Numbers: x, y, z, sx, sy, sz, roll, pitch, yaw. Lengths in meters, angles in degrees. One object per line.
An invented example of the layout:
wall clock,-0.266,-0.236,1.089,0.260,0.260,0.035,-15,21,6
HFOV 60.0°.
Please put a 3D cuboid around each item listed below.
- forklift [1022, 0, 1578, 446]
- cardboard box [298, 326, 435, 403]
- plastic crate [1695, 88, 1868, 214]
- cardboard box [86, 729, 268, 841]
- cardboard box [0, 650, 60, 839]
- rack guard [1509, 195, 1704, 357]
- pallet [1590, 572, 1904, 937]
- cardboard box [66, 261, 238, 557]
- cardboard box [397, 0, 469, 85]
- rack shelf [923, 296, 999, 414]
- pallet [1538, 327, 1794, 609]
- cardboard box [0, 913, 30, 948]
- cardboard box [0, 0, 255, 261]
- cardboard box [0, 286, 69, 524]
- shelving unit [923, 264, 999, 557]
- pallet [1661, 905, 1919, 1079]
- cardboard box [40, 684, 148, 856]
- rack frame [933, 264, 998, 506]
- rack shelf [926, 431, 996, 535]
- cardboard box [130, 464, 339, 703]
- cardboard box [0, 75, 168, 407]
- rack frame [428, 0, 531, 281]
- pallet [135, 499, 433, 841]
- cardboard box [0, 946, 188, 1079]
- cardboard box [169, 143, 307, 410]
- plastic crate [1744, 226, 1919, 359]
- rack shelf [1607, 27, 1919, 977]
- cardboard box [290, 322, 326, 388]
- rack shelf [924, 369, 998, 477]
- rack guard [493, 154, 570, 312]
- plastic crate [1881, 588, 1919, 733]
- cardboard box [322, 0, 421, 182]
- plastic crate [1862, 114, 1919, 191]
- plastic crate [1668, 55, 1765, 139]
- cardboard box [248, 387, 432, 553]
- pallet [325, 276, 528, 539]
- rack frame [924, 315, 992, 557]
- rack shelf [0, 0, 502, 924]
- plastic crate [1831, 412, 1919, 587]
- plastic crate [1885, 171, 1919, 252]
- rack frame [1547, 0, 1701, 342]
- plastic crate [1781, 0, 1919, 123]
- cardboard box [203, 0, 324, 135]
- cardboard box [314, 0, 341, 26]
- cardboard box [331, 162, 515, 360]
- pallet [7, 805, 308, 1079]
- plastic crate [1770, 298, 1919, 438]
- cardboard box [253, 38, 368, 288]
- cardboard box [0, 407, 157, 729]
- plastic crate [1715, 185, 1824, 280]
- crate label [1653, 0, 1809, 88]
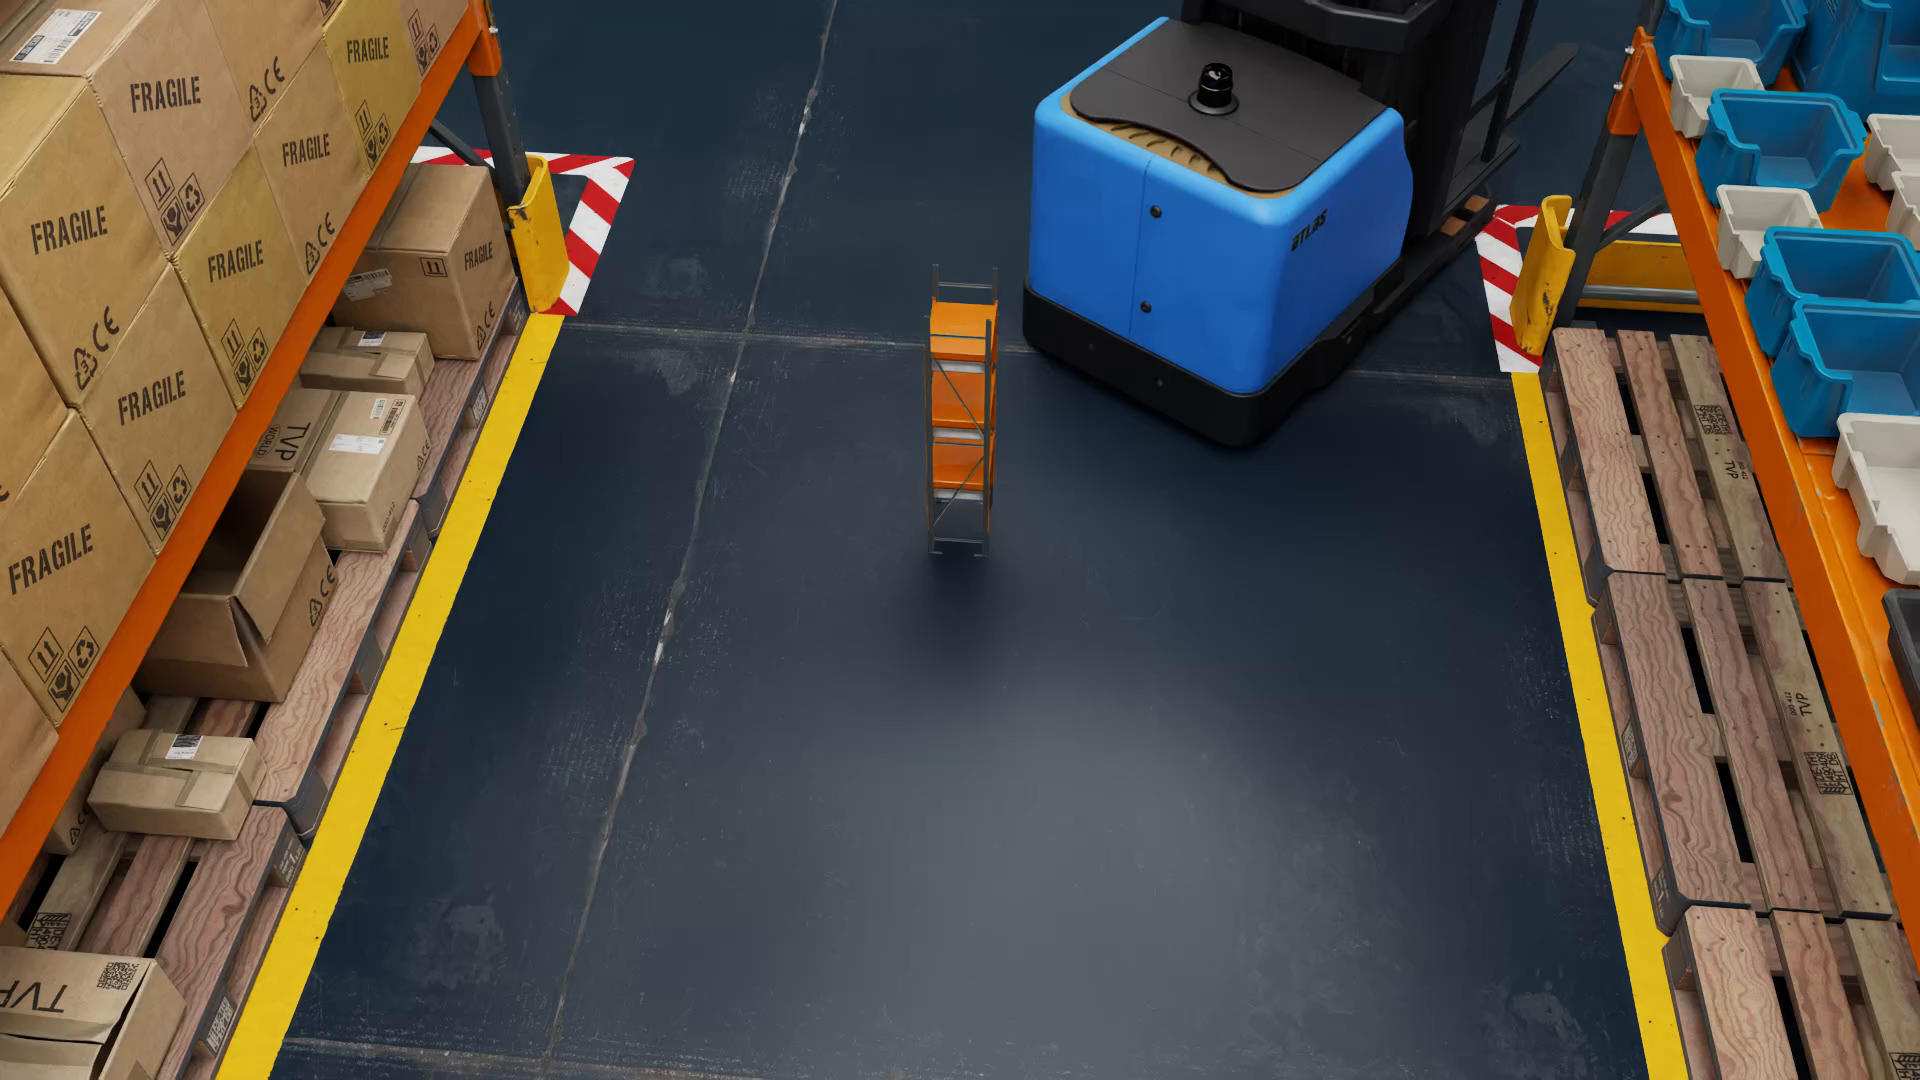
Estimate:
forklift,1.563,-2.353,5.916,1.130,2.935,3.031,31,55,25
cardboard box,-2.102,-0.614,5.901,0.380,0.166,0.250,4,48,4
plastic crate,2.351,-1.114,4.809,0.416,0.233,0.300,4,48,4
cardboard box,-2.213,0.687,4.710,0.380,0.166,0.250,4,48,4
cardboard box,-2.218,0.420,3.265,0.500,0.500,0.500,5,48,5
rack guard,2.750,-0.968,6.297,1.175,0.500,0.348,4,48,4
pallet,2.533,0.645,5.017,1.003,0.211,1.213,4,48,4
cardboard box,-2.127,-0.324,3.946,0.500,0.500,0.500,4,48,3
cardboard box,-1.941,-1.816,5.310,0.500,0.500,0.500,5,48,5
rack shelf,0.005,-0.578,5.197,0.215,0.259,0.240,4,48,4
pallet,2.647,-0.249,5.835,1.003,0.211,1.213,4,48,4
cardboard box,-2.767,1.067,4.137,0.500,0.500,0.500,4,48,4
cardboard box,-2.073,-1.025,3.909,0.500,0.500,0.500,5,48,5
cardboard box,-2.166,-0.268,3.217,0.500,0.500,0.500,3,48,2
shelving unit,0.005,-0.394,5.399,0.215,1.050,0.252,4,48,4
pallet,2.425,1.544,4.195,1.003,0.211,1.213,4,48,4
cardboard box,-2.698,0.580,4.711,0.500,0.311,0.500,4,48,4
rack frame,0.016,-0.483,5.481,0.200,1.050,0.008,4,48,4
rack shelf,0.005,-0.199,5.611,0.215,0.259,0.240,4,48,4
cardboard box,-2.370,0.123,4.998,0.797,0.503,0.637,4,48,4
cardboard box,-2.119,-0.645,3.562,0.500,0.500,0.500,3,48,2
rack frame,-2.172,-2.129,5.665,1.000,3.000,0.127,4,48,4
pallet,-2.364,0.348,5.289,1.003,0.211,1.213,4,48,4
cardboard box,-2.282,1.275,4.075,0.500,0.311,0.500,4,48,4
cardboard box,-2.082,-0.698,4.288,0.500,0.500,0.500,3,48,3
plastic crate,2.291,-0.630,4.367,0.416,0.233,0.300,4,48,4
rack shelf,2.579,-0.081,4.279,1.077,0.370,4.000,4,48,4
cardboard box,-2.549,-0.602,5.833,0.500,0.250,0.500,4,48,4
rack shelf,0.005,-0.386,5.406,0.215,0.259,0.240,4,48,4
rack guard,-2.178,-1.230,6.536,1.175,0.500,0.348,4,48,4
plastic crate,2.231,0.378,3.517,0.437,0.125,0.590,4,48,4
cardboard box,-1.985,-1.434,4.961,0.500,0.500,0.500,4,48,4
plastic crate,2.867,-1.113,4.874,0.396,0.136,0.243,4,48,4
plastic crate,2.299,-1.335,5.077,0.250,0.136,0.298,4,48,4
cardboard box,-2.092,-0.238,5.500,0.500,0.250,0.500,4,48,4
pallet,-2.250,-0.546,6.107,1.003,0.211,1.213,4,48,4
rack frame,-0.006,-0.304,5.317,0.200,1.050,0.008,4,48,4
rack shelf,-2.354,-0.417,4.586,1.077,0.370,4.000,4,48,4
plastic crate,2.256,-0.085,3.933,0.293,0.136,0.466,4,48,4
plastic crate,2.826,-0.901,4.680,0.396,0.136,0.243,4,48,4
rack frame,2.761,-1.794,5.358,1.000,3.000,0.127,4,48,4
plastic crate,2.916,-1.567,5.086,0.616,0.435,0.499,4,48,4
cardboard box,-2.026,-1.402,4.255,0.500,0.500,0.500,5,48,5
cardboard box,-1.983,-1.784,4.603,0.500,0.500,0.500,5,48,5
cardboard box,-1.976,-1.018,6.044,0.500,0.500,0.500,4,48,4
pallet,-2.472,1.246,4.467,1.003,0.211,1.213,4,48,4
plastic crate,2.263,-0.410,4.165,0.416,0.233,0.300,4,48,4
cardboard box,-2.036,-1.068,4.626,0.500,0.500,0.500,4,48,4
cardboard box,-2.175,0.043,3.610,0.500,0.500,0.500,5,48,4
plastic crate,2.237,-0.837,4.621,0.250,0.136,0.298,4,48,4
crate label,2.411,-1.598,5.252,0.416,0.233,0.303,4,48,4
